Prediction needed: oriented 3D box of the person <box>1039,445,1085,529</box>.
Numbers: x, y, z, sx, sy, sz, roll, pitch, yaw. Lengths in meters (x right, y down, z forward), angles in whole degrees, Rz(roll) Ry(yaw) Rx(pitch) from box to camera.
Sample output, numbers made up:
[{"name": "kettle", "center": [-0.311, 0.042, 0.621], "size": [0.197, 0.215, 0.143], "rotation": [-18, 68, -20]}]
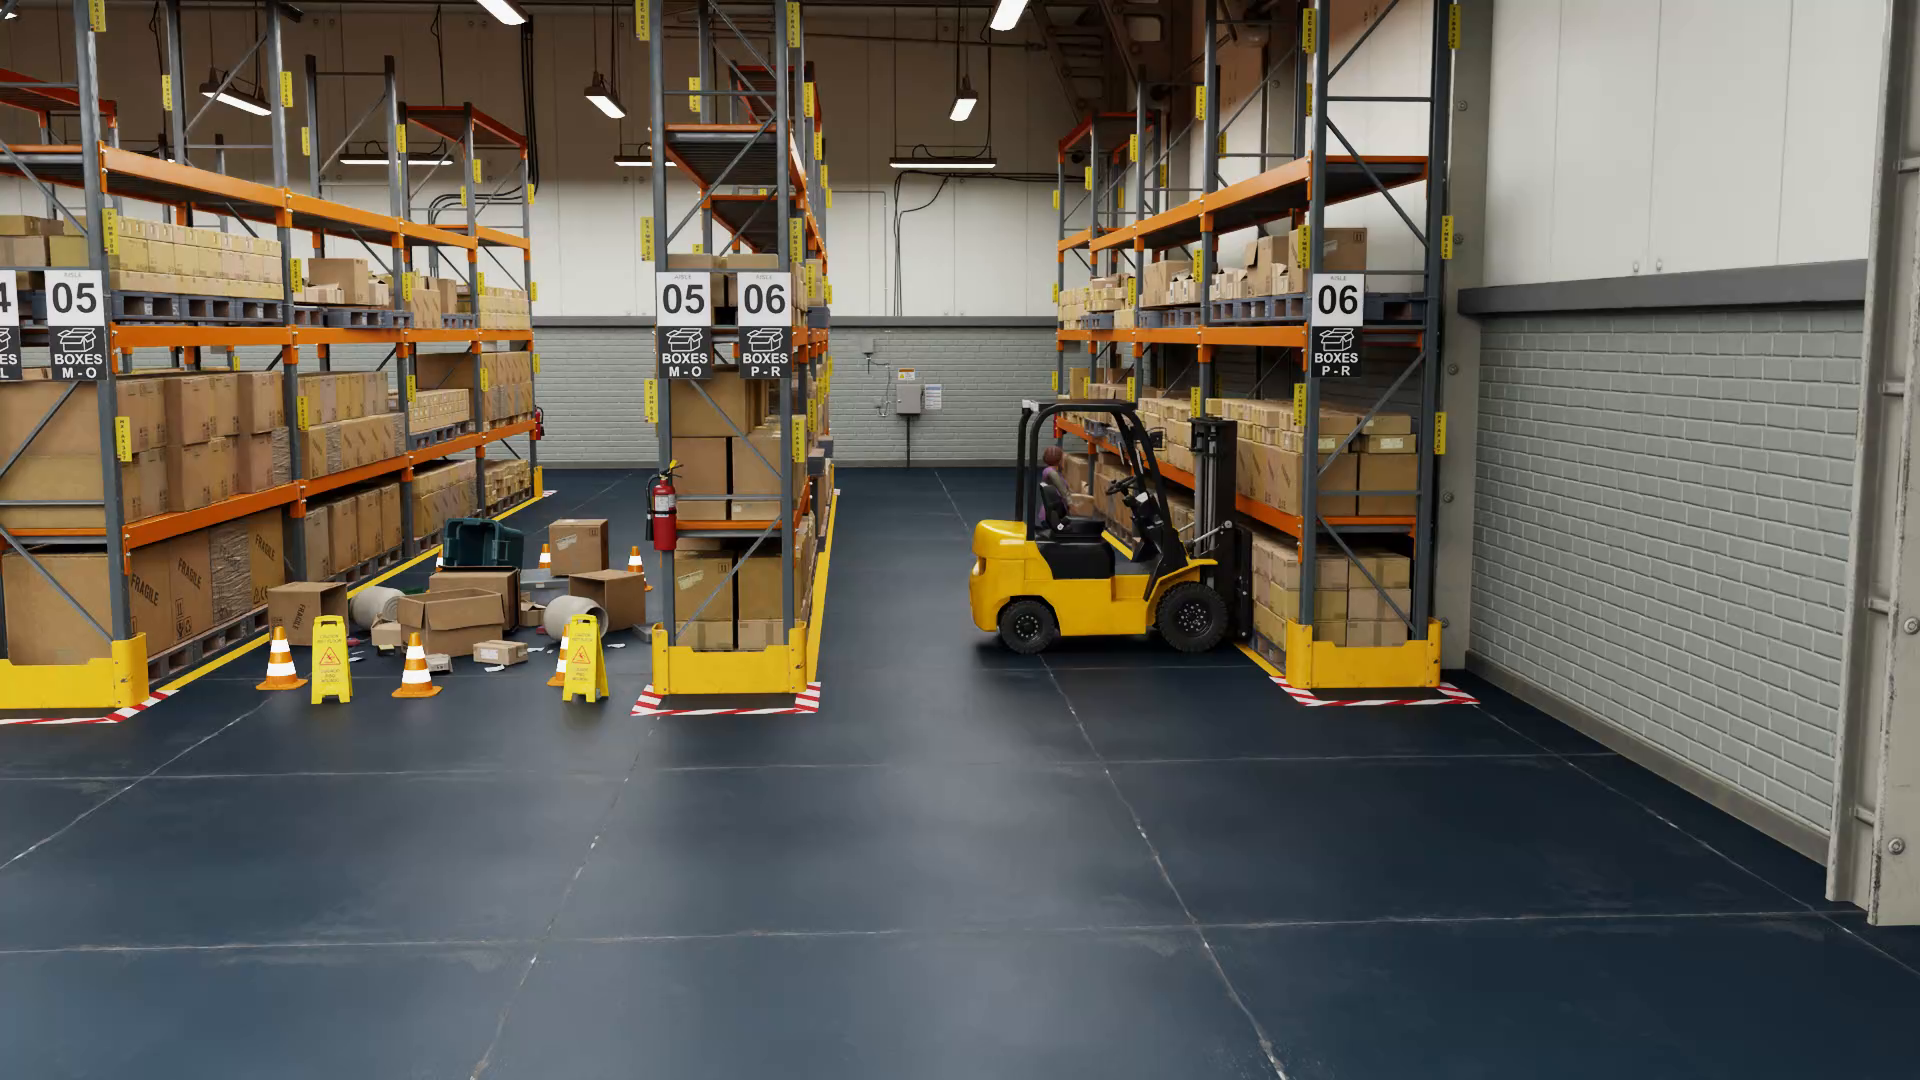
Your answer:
[{"name": "person", "center": [1.070, -0.189, 17.339], "size": [0.499, 1.599, 0.375], "rotation": [-1, 7, -4]}]
